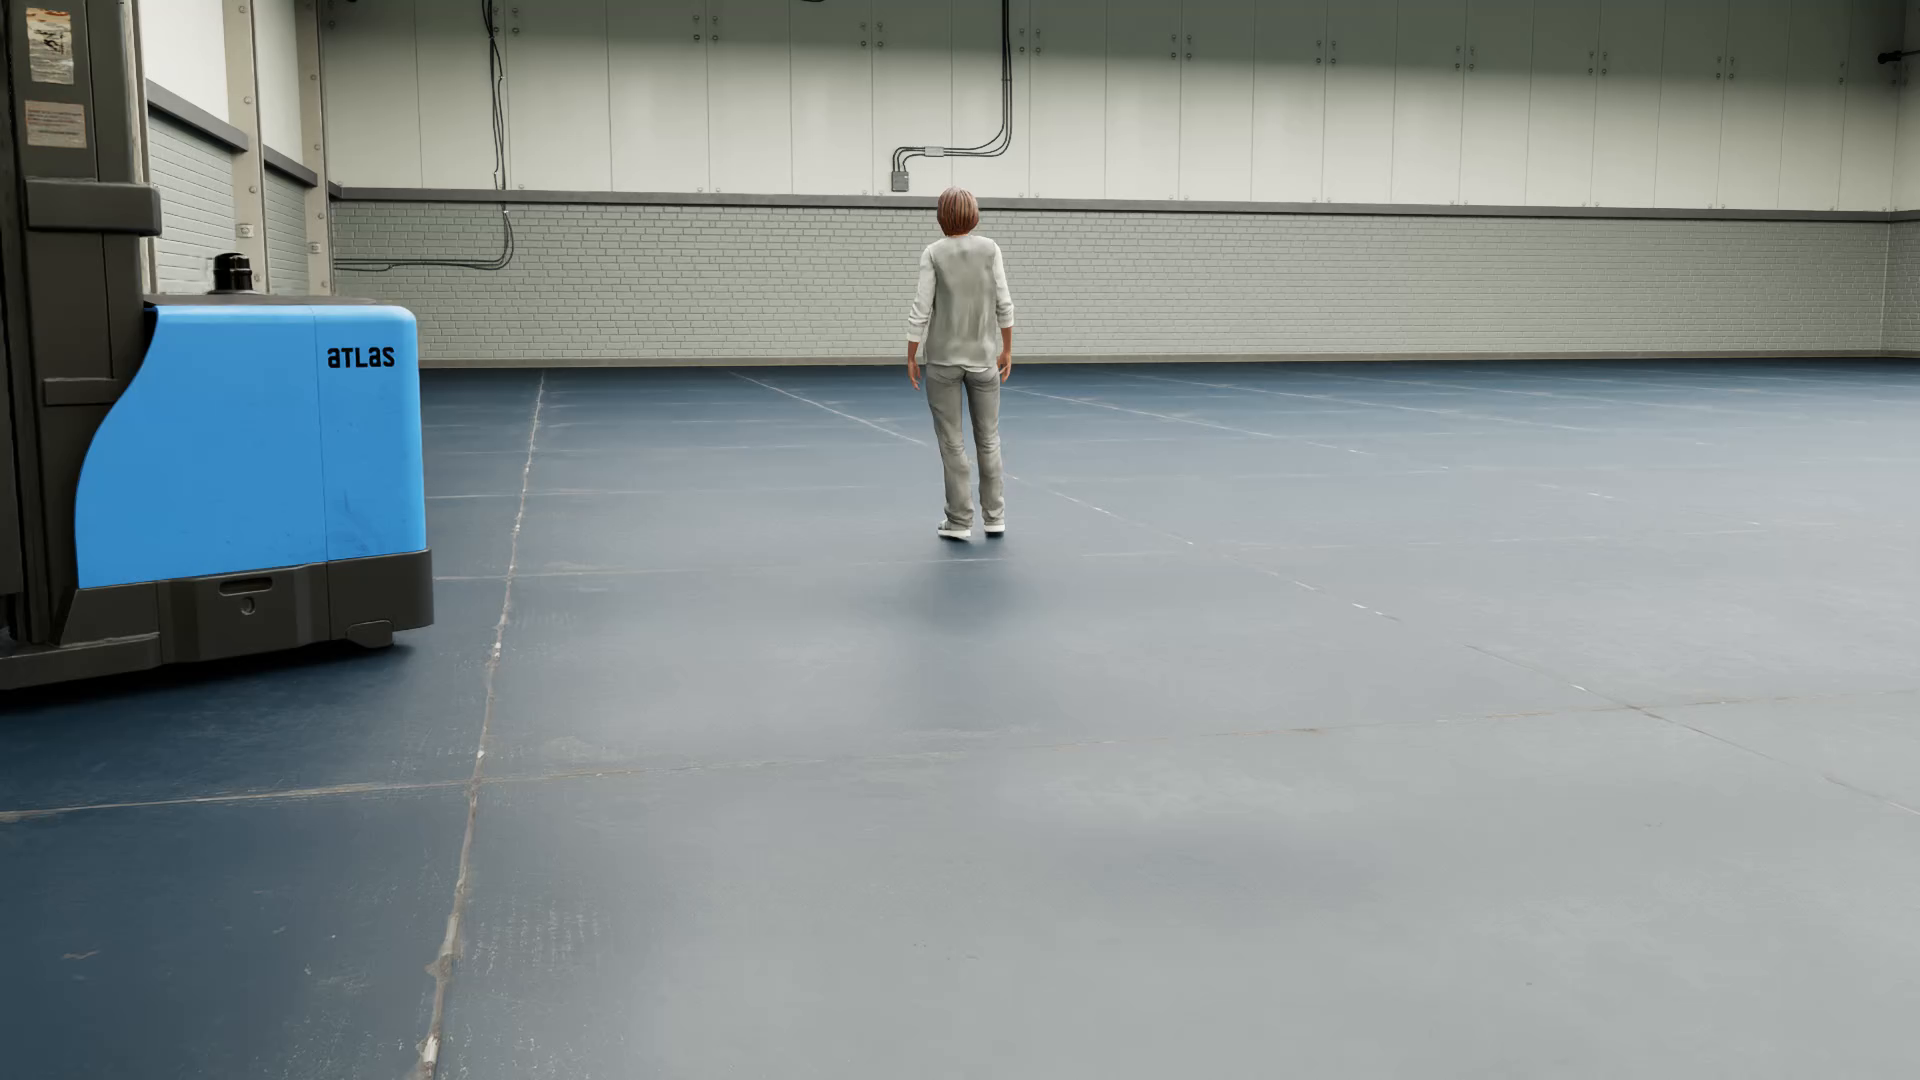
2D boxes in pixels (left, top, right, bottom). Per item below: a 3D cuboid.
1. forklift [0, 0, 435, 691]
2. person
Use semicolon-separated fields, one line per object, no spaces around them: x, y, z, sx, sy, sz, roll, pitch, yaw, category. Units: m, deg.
-3.072;-1.016;4.396;3.031;2.935;1.130;-8;11;-44;forklift
-0.004;-0.808;7.671;0.521;1.599;0.473;-2;8;-13;person
